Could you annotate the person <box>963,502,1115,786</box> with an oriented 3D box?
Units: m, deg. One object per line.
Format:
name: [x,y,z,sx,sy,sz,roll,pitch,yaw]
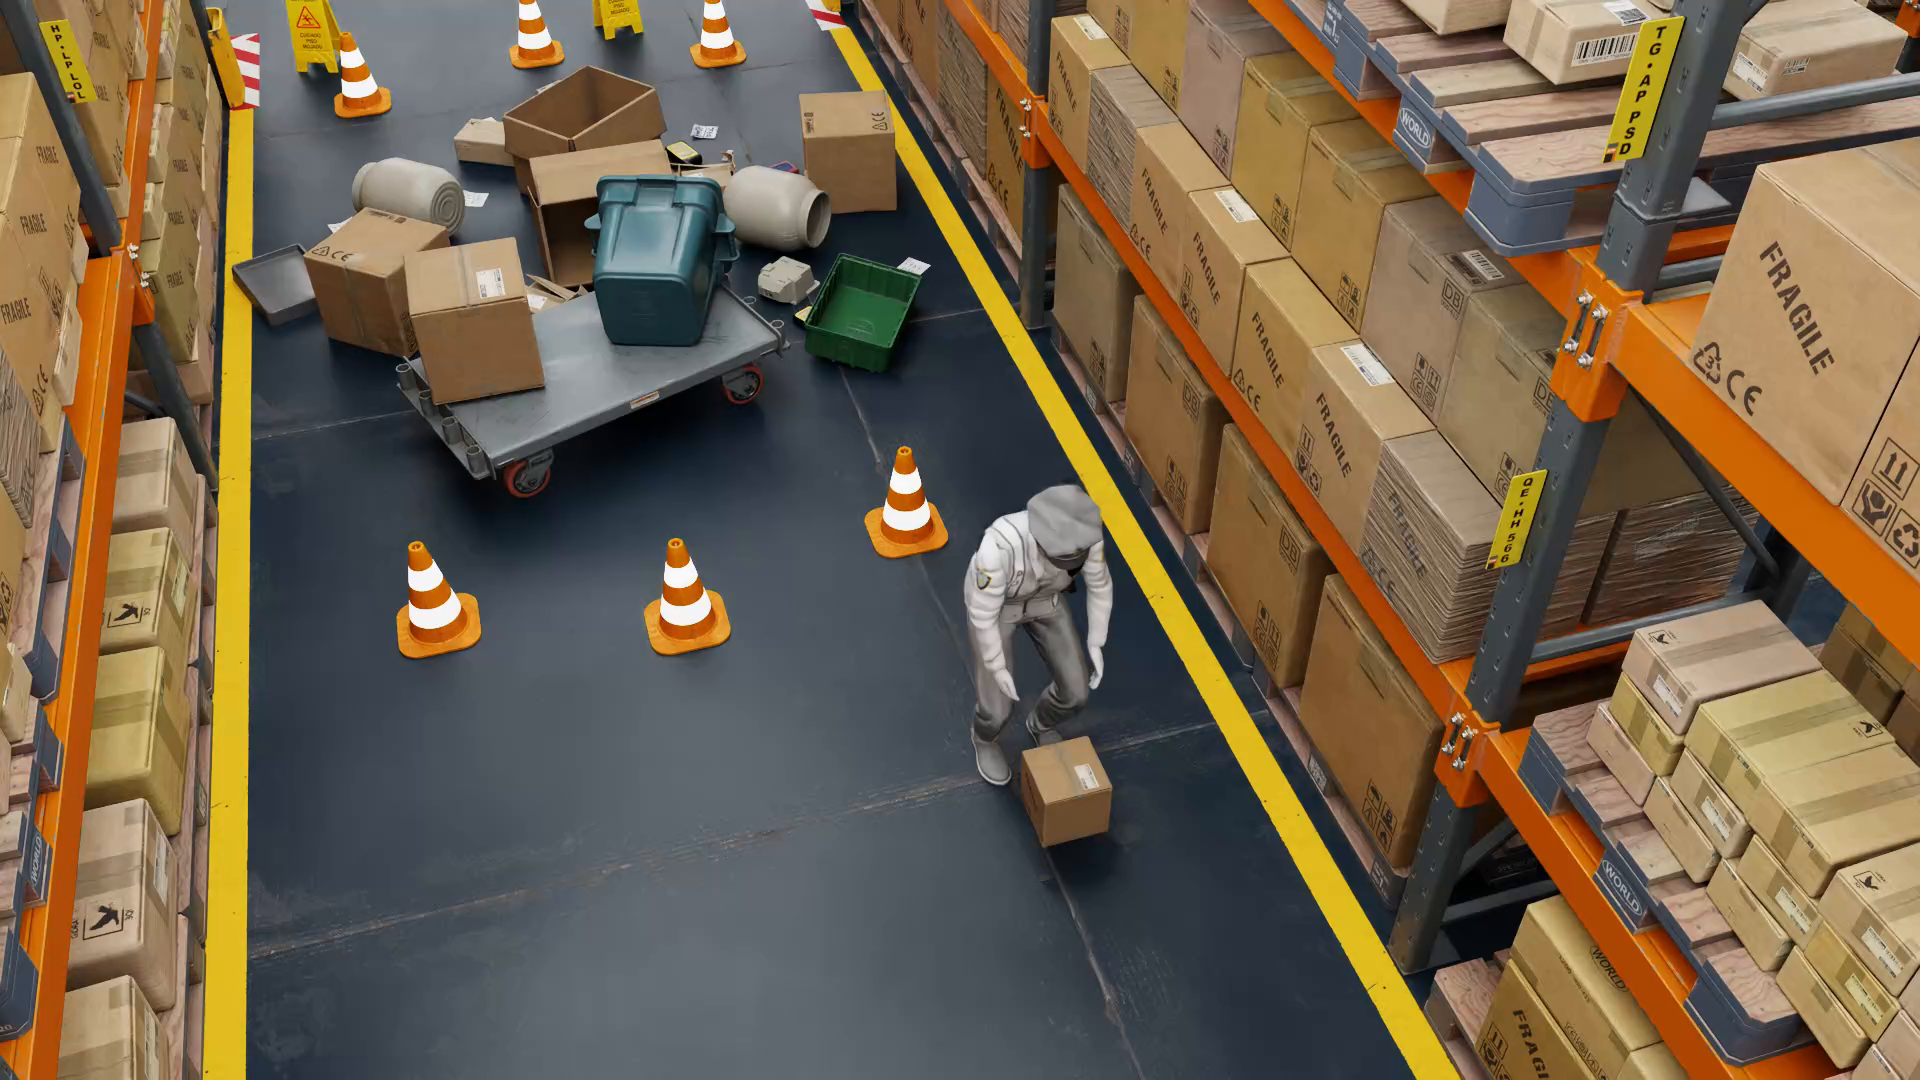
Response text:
person: [0.281,0.337,5.973,0.534,1.430,0.673,-12,44,-13]
